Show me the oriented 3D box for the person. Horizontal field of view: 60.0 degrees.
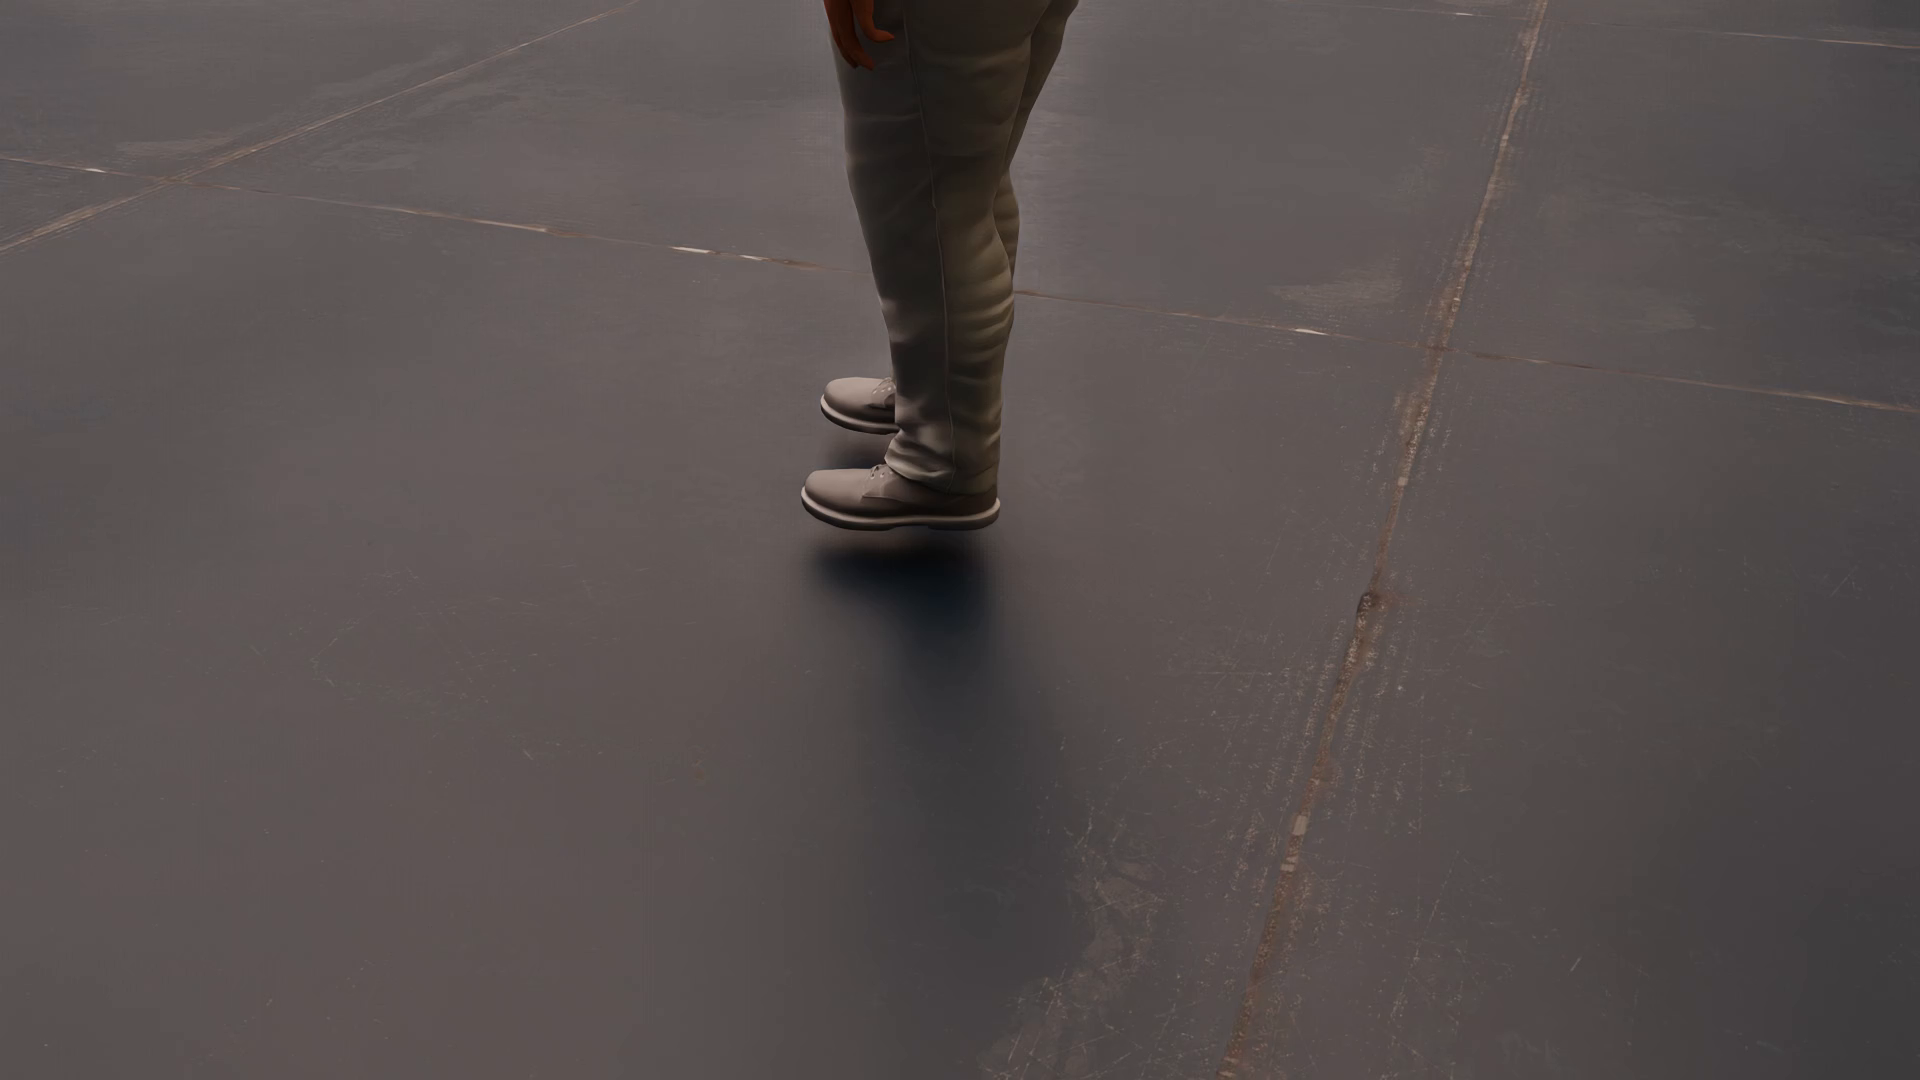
[{"bbox_3d":[-0.064,-0.790,2.107,0.528,1.670,0.598,10,31,18],"label":"person"}]
